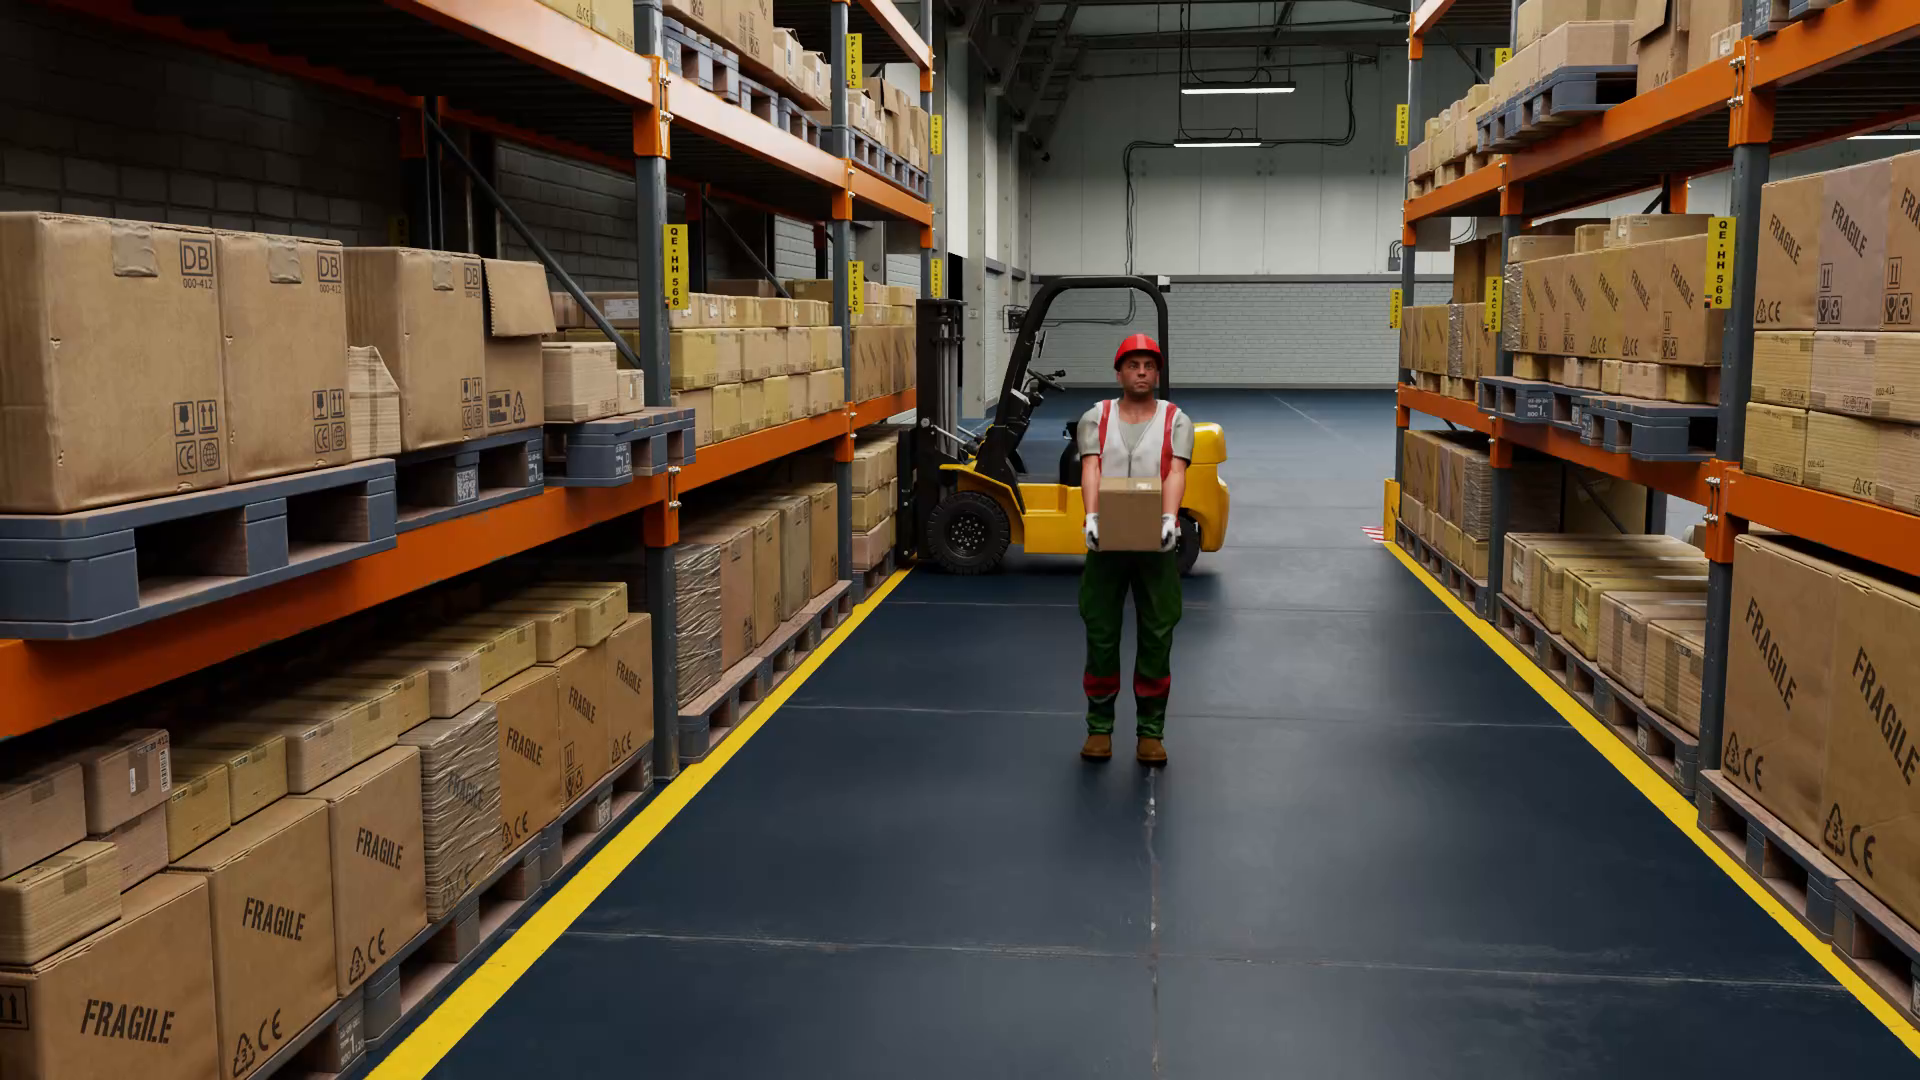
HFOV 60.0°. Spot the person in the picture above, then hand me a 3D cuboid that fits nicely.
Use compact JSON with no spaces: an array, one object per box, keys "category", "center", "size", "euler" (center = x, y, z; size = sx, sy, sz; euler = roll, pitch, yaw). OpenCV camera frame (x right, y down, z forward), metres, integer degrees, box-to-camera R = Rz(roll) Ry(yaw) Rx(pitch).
[{"category":"person","center":[0.722,0.040,6.916],"size":[0.494,1.782,0.573],"euler":[1,8,6]}]
